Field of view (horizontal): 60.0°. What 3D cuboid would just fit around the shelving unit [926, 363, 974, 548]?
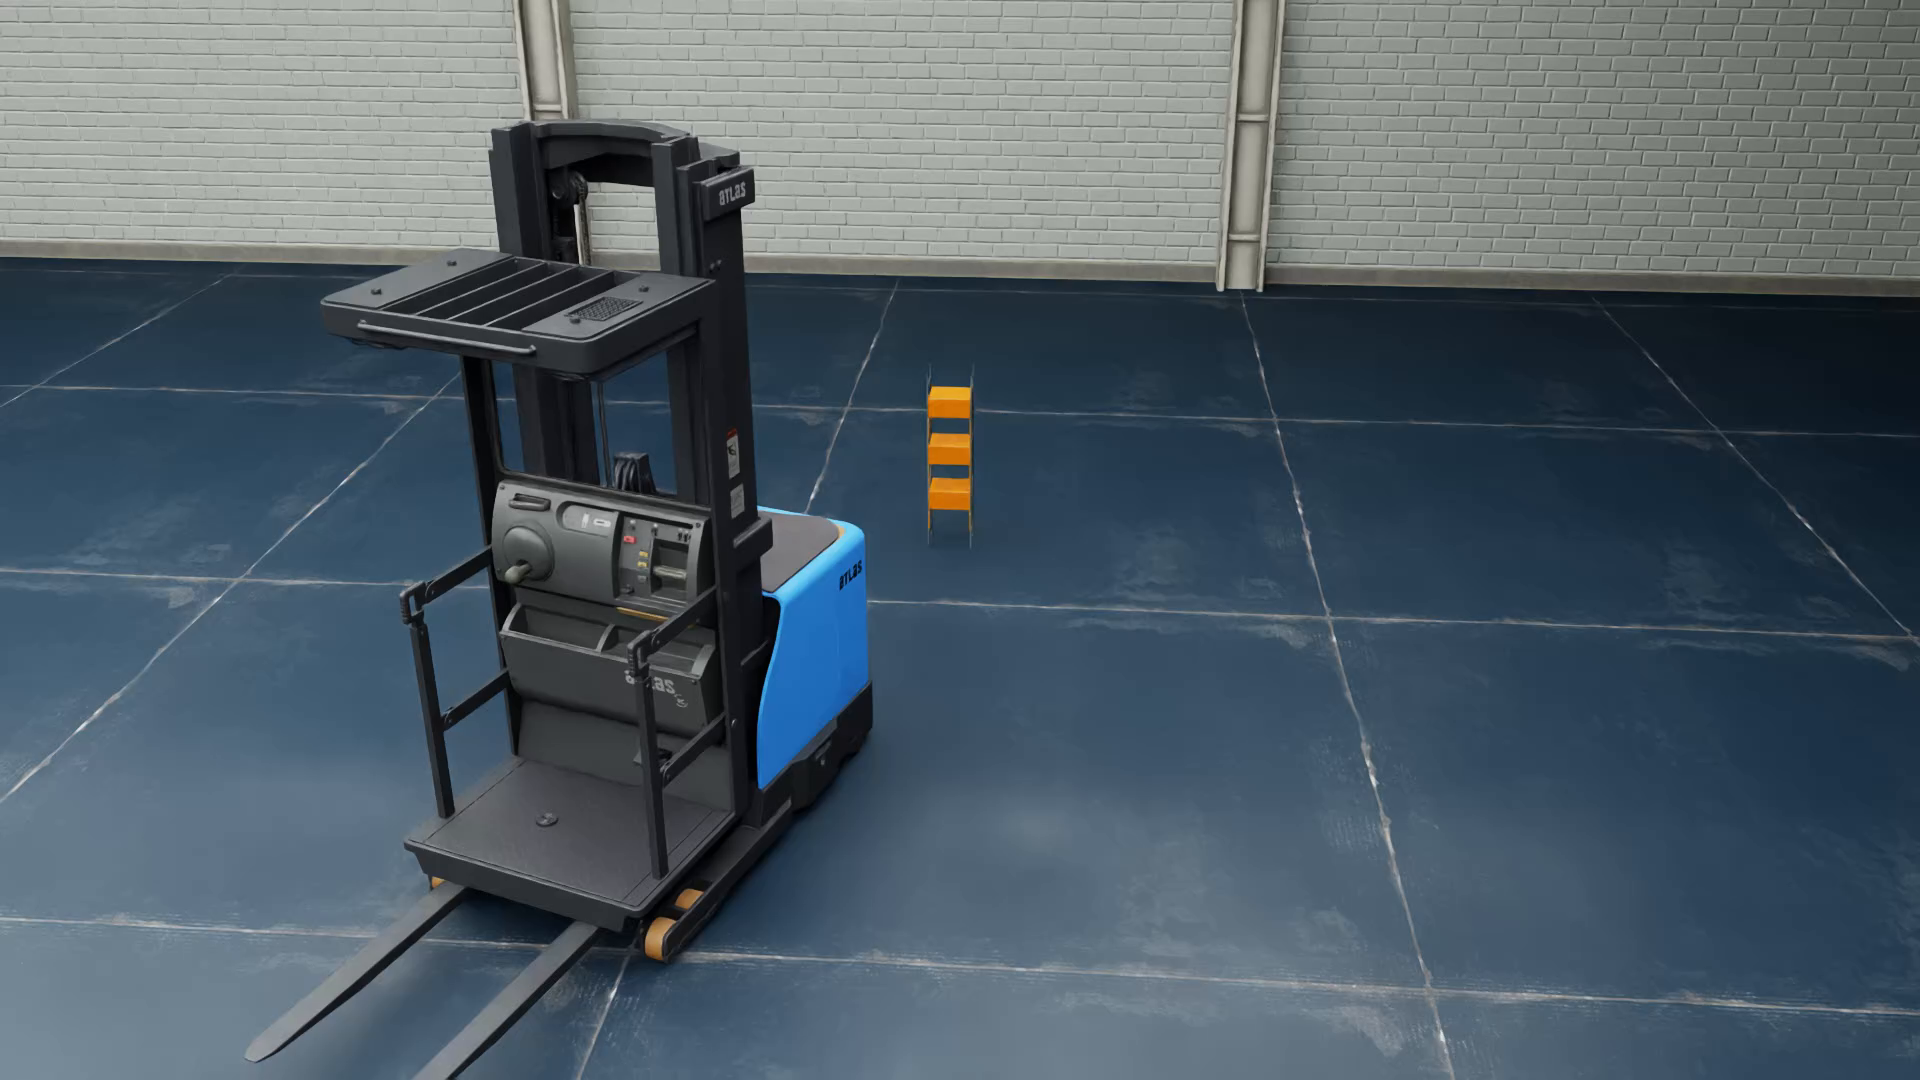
[{"bbox_3d":[-0.053,-0.479,9.534,0.252,1.050,0.215,2,25,4],"label":"shelving unit"}]

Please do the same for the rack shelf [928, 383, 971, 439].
[{"bbox_3d":[-0.053,-0.727,9.420,0.240,0.259,0.215,2,25,4],"label":"rack shelf"}]

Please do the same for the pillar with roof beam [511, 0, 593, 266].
[{"bbox_3d":[-3.866,-4.707,9.214,0.400,9.000,9.100,2,25,4],"label":"pillar with roof beam"}]

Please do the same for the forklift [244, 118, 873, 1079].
[{"bbox_3d":[-1.459,0.058,6.117,1.130,2.935,3.031,10,27,21],"label":"forklift"}]

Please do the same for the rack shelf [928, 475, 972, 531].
[{"bbox_3d":[-0.053,-0.217,9.655,0.240,0.259,0.215,2,25,4],"label":"rack shelf"}]

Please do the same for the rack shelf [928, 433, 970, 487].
[{"bbox_3d":[-0.053,-0.469,9.539,0.240,0.259,0.215,2,25,4],"label":"rack shelf"}]

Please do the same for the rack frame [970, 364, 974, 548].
[{"bbox_3d":[0.068,-0.475,9.526,0.008,1.050,0.200,2,25,4],"label":"rack frame"}]

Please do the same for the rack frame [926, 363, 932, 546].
[{"bbox_3d":[-0.175,-0.483,9.543,0.008,1.050,0.200,2,25,4],"label":"rack frame"}]

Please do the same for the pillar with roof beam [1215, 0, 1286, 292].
[{"bbox_3d":[2.116,-4.515,8.797,0.400,9.000,9.100,2,25,4],"label":"pillar with roof beam"}]
